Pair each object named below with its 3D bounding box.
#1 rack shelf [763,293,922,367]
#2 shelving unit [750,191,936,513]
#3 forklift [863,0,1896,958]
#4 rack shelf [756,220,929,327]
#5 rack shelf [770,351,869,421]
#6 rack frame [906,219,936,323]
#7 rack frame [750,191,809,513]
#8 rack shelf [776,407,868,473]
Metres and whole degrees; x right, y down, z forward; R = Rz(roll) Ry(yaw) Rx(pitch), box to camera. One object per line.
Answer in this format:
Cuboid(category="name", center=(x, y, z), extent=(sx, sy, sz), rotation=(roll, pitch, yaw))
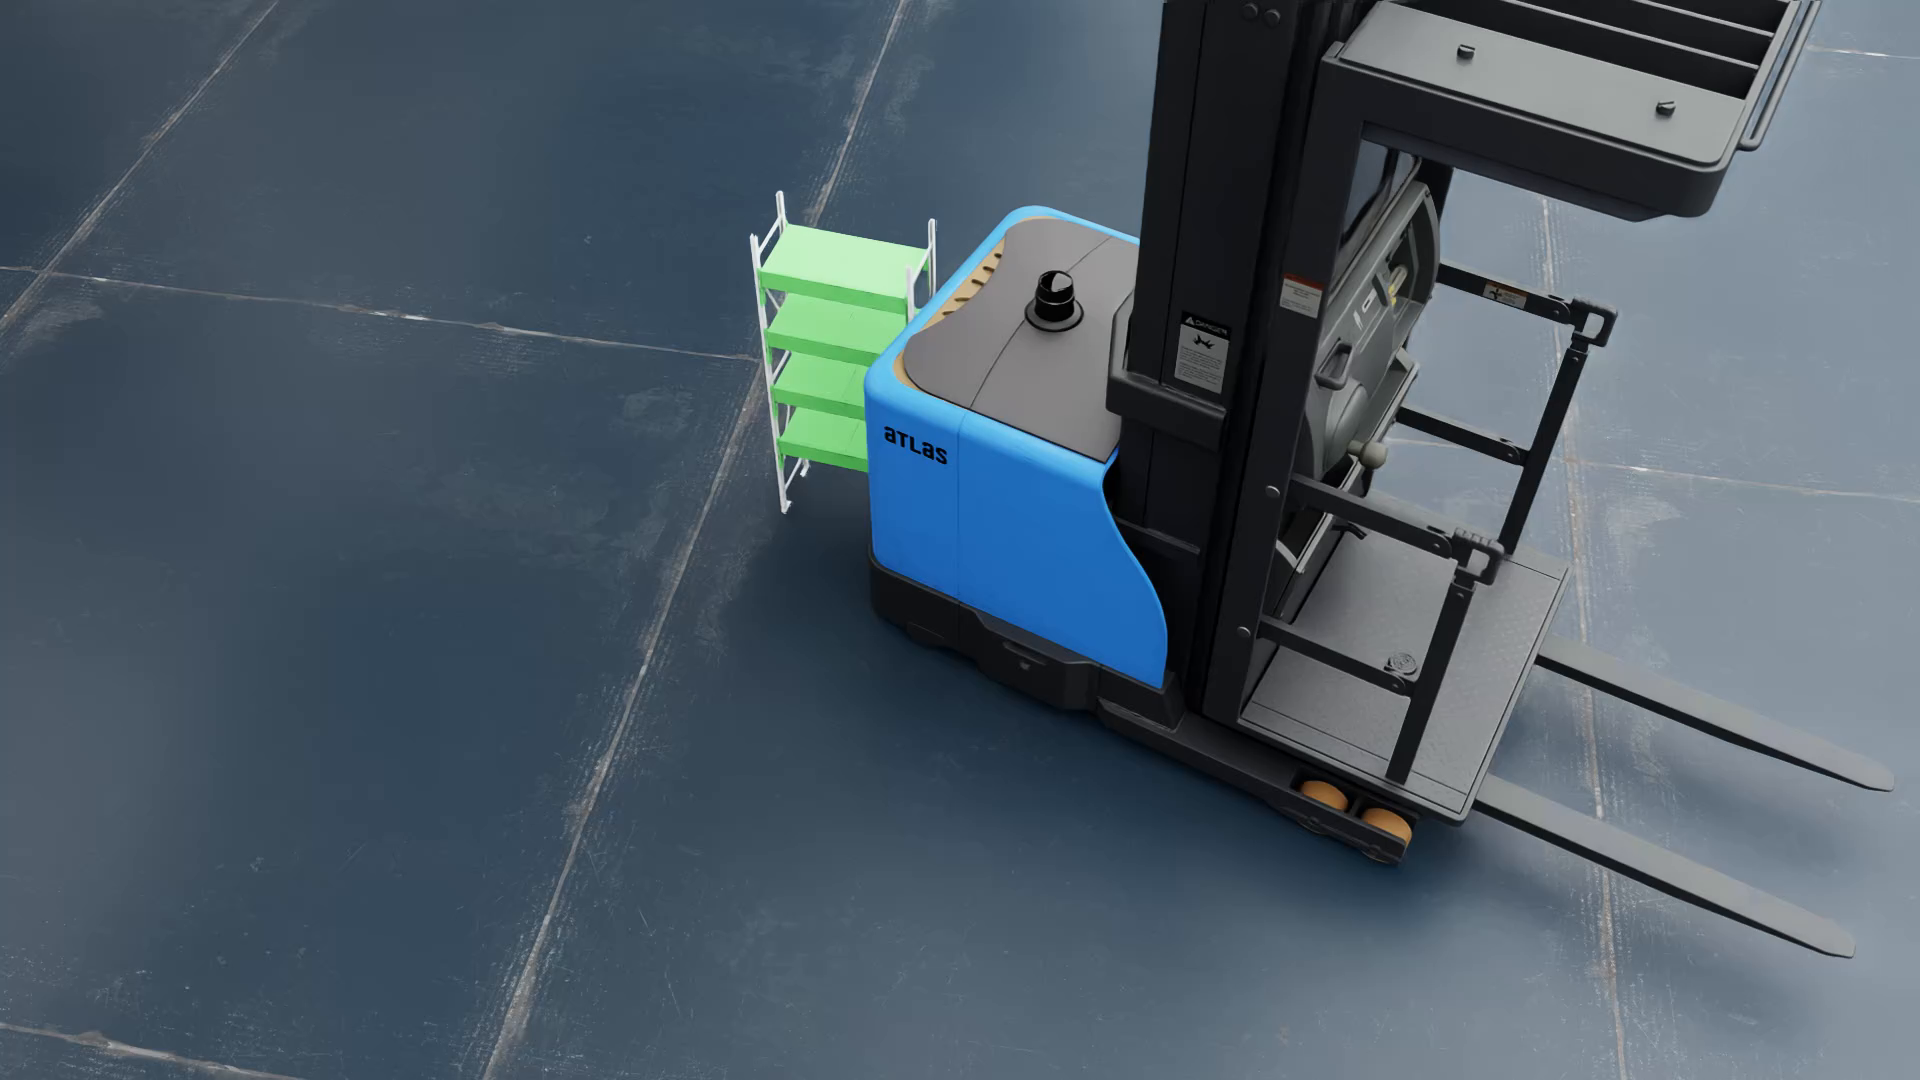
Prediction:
Cuboid(category="rack shelf", center=(-0.350, -0.648, 5.289), extent=(0.480, 0.148, 0.258), rotation=(13, 49, 11))
Cuboid(category="shelving unit", center=(-0.350, -0.531, 5.420), extent=(0.503, 1.200, 0.258), rotation=(13, 49, 11))
Cuboid(category="forklift", center=(1.242, -0.489, 4.219), extent=(3.031, 2.935, 1.130), rotation=(23, 52, 19))
Cuboid(category="rack shelf", center=(-0.350, -0.809, 5.111), extent=(0.480, 0.148, 0.258), rotation=(13, 49, 11))
Cuboid(category="rack shelf", center=(-0.350, -0.488, 5.468), extent=(0.480, 0.148, 0.258), rotation=(13, 49, 11))
Cuboid(category="rack frame", center=(-0.117, -0.478, 5.373), extent=(0.015, 1.200, 0.240), rotation=(13, 49, 11))
Cuboid(category="rack frame", center=(-0.584, -0.583, 5.467), extent=(0.015, 1.200, 0.240), rotation=(13, 49, 11))
Cuboid(category="rack shelf", center=(-0.350, -0.327, 5.646), extent=(0.480, 0.148, 0.258), rotation=(13, 49, 11))
